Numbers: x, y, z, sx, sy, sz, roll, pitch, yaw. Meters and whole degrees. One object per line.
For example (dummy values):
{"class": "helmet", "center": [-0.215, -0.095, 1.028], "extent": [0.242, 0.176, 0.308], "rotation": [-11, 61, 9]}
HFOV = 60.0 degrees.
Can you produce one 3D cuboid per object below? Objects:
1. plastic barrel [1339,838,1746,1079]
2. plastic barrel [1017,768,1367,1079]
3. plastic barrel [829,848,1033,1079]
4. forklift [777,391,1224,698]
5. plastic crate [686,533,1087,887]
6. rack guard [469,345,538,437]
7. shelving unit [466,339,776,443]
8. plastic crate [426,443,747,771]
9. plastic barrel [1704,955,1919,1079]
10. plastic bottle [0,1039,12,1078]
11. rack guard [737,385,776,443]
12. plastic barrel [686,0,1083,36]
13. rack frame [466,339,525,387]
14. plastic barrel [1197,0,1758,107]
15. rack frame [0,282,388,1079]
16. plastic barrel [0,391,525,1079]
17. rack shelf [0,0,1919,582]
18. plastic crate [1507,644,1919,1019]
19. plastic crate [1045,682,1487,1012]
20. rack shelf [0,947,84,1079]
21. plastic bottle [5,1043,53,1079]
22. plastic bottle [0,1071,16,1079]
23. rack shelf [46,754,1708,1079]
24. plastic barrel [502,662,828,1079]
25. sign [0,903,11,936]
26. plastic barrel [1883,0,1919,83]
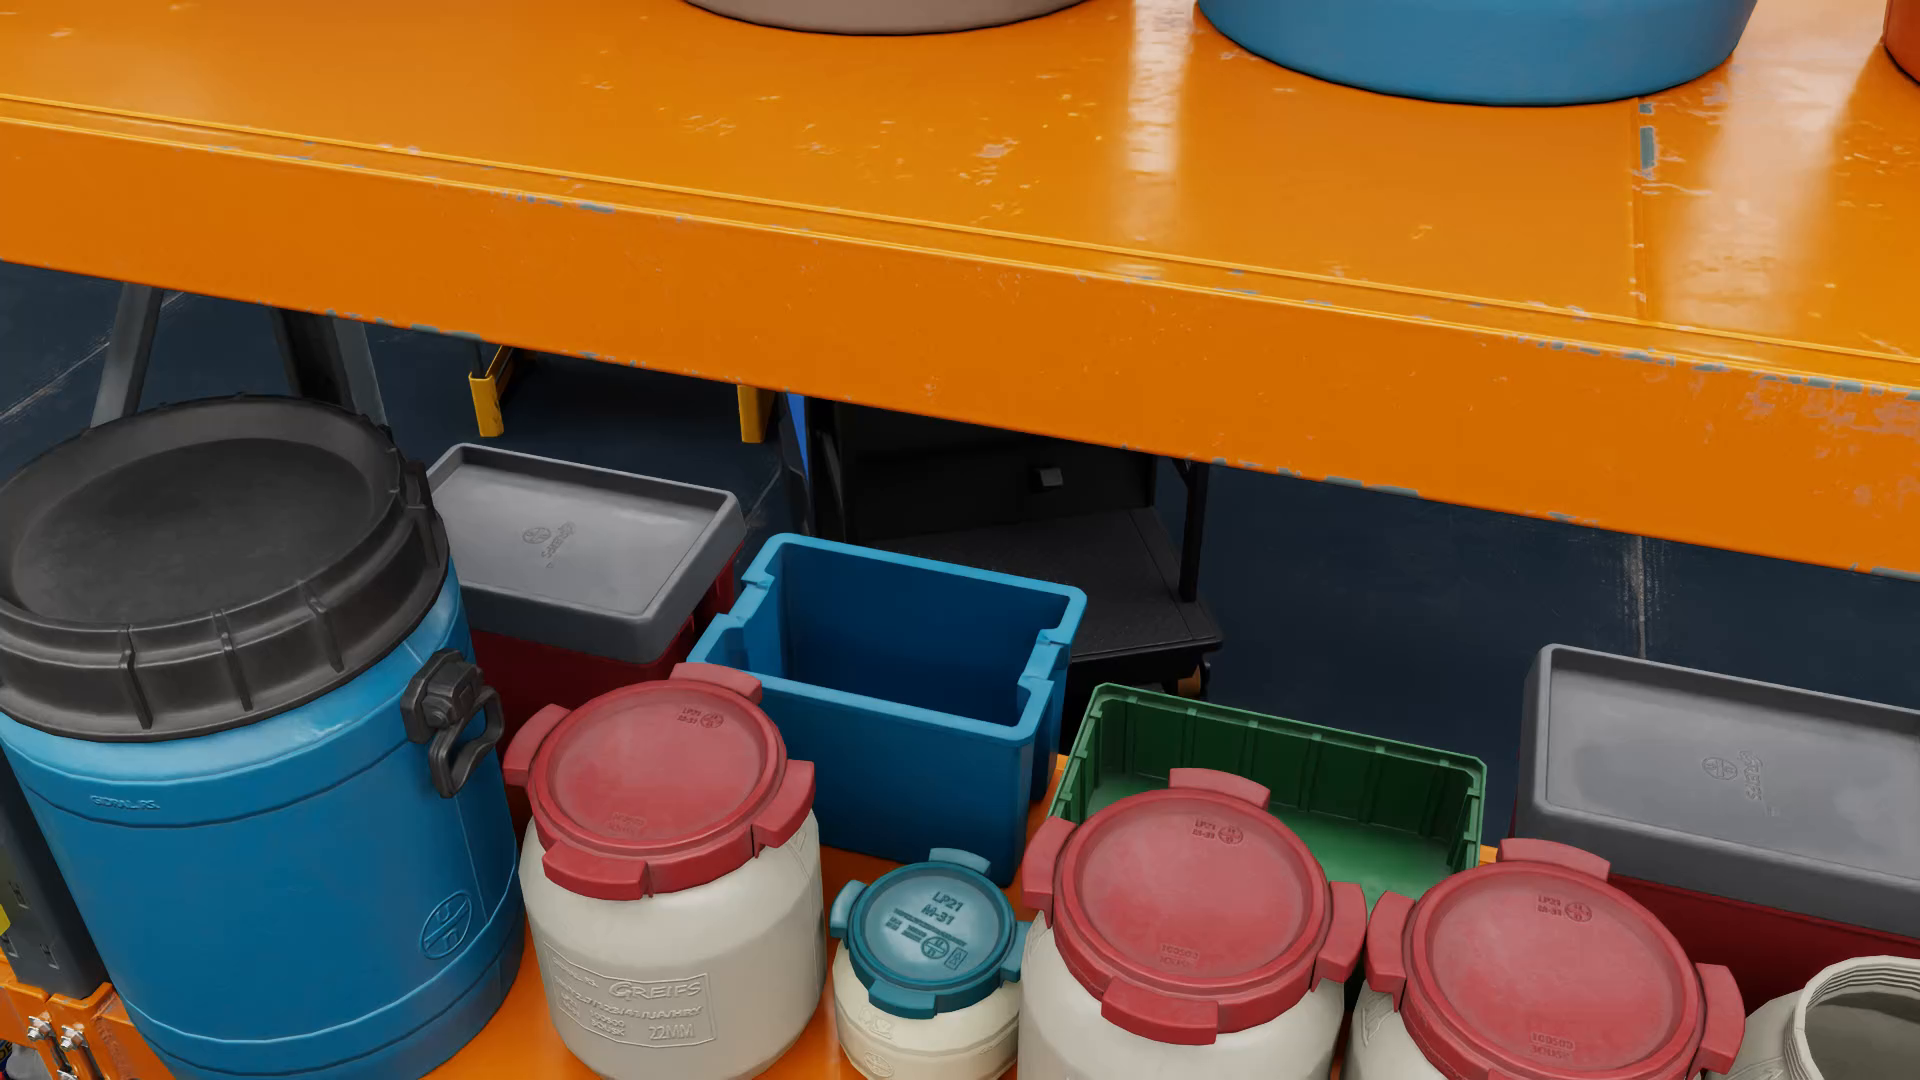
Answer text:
{"class": "plastic barrel", "center": [0.703, 0.718, 2.130], "extent": [0.433, 0.535, 0.433], "rotation": [0, 36, 0]}
{"class": "plastic barrel", "center": [0.290, 0.641, 2.234], "extent": [0.433, 0.535, 0.433], "rotation": [0, 36, 0]}
{"class": "plastic barrel", "center": [-0.040, 0.650, 2.454], "extent": [0.301, 0.262, 0.301], "rotation": [0, 36, 0]}
{"class": "forklift", "center": [0.131, -0.814, 4.384], "extent": [1.130, 2.935, 3.031], "rotation": [-7, 37, -10]}
{"class": "plastic crate", "center": [-0.112, 0.299, 2.827], "extent": [0.575, 0.384, 0.392], "rotation": [10, 38, 14]}
{"class": "rack guard", "center": [-1.763, -0.663, 6.440], "extent": [0.087, 0.250, 0.587], "rotation": [1, 36, 2]}
{"class": "shelving unit", "center": [-1.265, -1.154, 6.053], "extent": [1.083, 1.500, 0.587], "rotation": [1, 36, 2]}
{"class": "plastic crate", "center": [-0.704, 0.160, 2.948], "extent": [0.583, 0.464, 0.402], "rotation": [10, 38, 14]}
{"class": "plastic barrel", "center": [1.113, 0.800, 2.039], "extent": [0.421, 0.512, 0.421], "rotation": [0, 36, 0]}
{"class": "plastic bottle", "center": [-2.121, 1.120, 3.624], "extent": [0.135, 0.276, 0.152], "rotation": [10, 38, 14]}
{"class": "rack guard", "center": [-0.768, -0.638, 6.406], "extent": [0.087, 0.250, 0.587], "rotation": [1, 36, 2]}
{"class": "plastic barrel", "center": [-0.083, -1.054, 1.698], "extent": [0.600, 0.901, 0.600], "rotation": [0, 36, 0]}
{"class": "rack frame", "center": [-1.782, -1.167, 6.071], "extent": [0.032, 1.500, 0.500], "rotation": [1, 36, 2]}
{"class": "plastic barrel", "center": [0.541, -0.939, 1.541], "extent": [0.708, 0.901, 0.600], "rotation": [10, 38, 14]}
{"class": "rack frame", "center": [-1.258, 0.273, 2.848], "extent": [0.127, 3.000, 1.000], "rotation": [10, 38, 14]}
{"class": "plastic barrel", "center": [-0.979, 0.311, 2.374], "extent": [0.708, 0.901, 0.600], "rotation": [10, 38, 14]}
{"class": "rack shelf", "center": [0.651, -0.292, 1.692], "extent": [4.000, 0.370, 1.077], "rotation": [10, 38, 14]}
{"class": "plastic crate", "center": [1.109, 0.496, 2.492], "extent": [0.583, 0.464, 0.402], "rotation": [10, 38, 14]}
{"class": "plastic crate", "center": [0.489, 0.507, 2.710], "extent": [0.662, 0.188, 0.450], "rotation": [10, 38, 14]}
{"class": "rack shelf", "center": [-3.167, 0.209, 3.542], "extent": [4.000, 0.370, 1.077], "rotation": [10, 38, 14]}
{"class": "plastic bottle", "center": [-1.915, 1.130, 3.547], "extent": [0.185, 0.351, 0.144], "rotation": [10, 38, 14]}
{"class": "plastic bottle", "center": [-1.958, 1.212, 3.436], "extent": [0.185, 0.351, 0.144], "rotation": [10, 37, 13]}
{"class": "rack shelf", "center": [0.651, 0.916, 2.581], "extent": [4.000, 0.370, 1.077], "rotation": [10, 38, 14]}
{"class": "plastic barrel", "center": [-0.410, 0.512, 2.410], "extent": [0.433, 0.535, 0.433], "rotation": [0, 36, 0]}
{"class": "sign", "center": [-1.432, 0.471, 2.346], "extent": [0.005, 0.325, 0.100], "rotation": [10, 38, 14]}
{"class": "plastic barrel", "center": [1.217, -0.784, 1.392], "extent": [0.708, 0.830, 0.600], "rotation": [10, 38, 14]}
